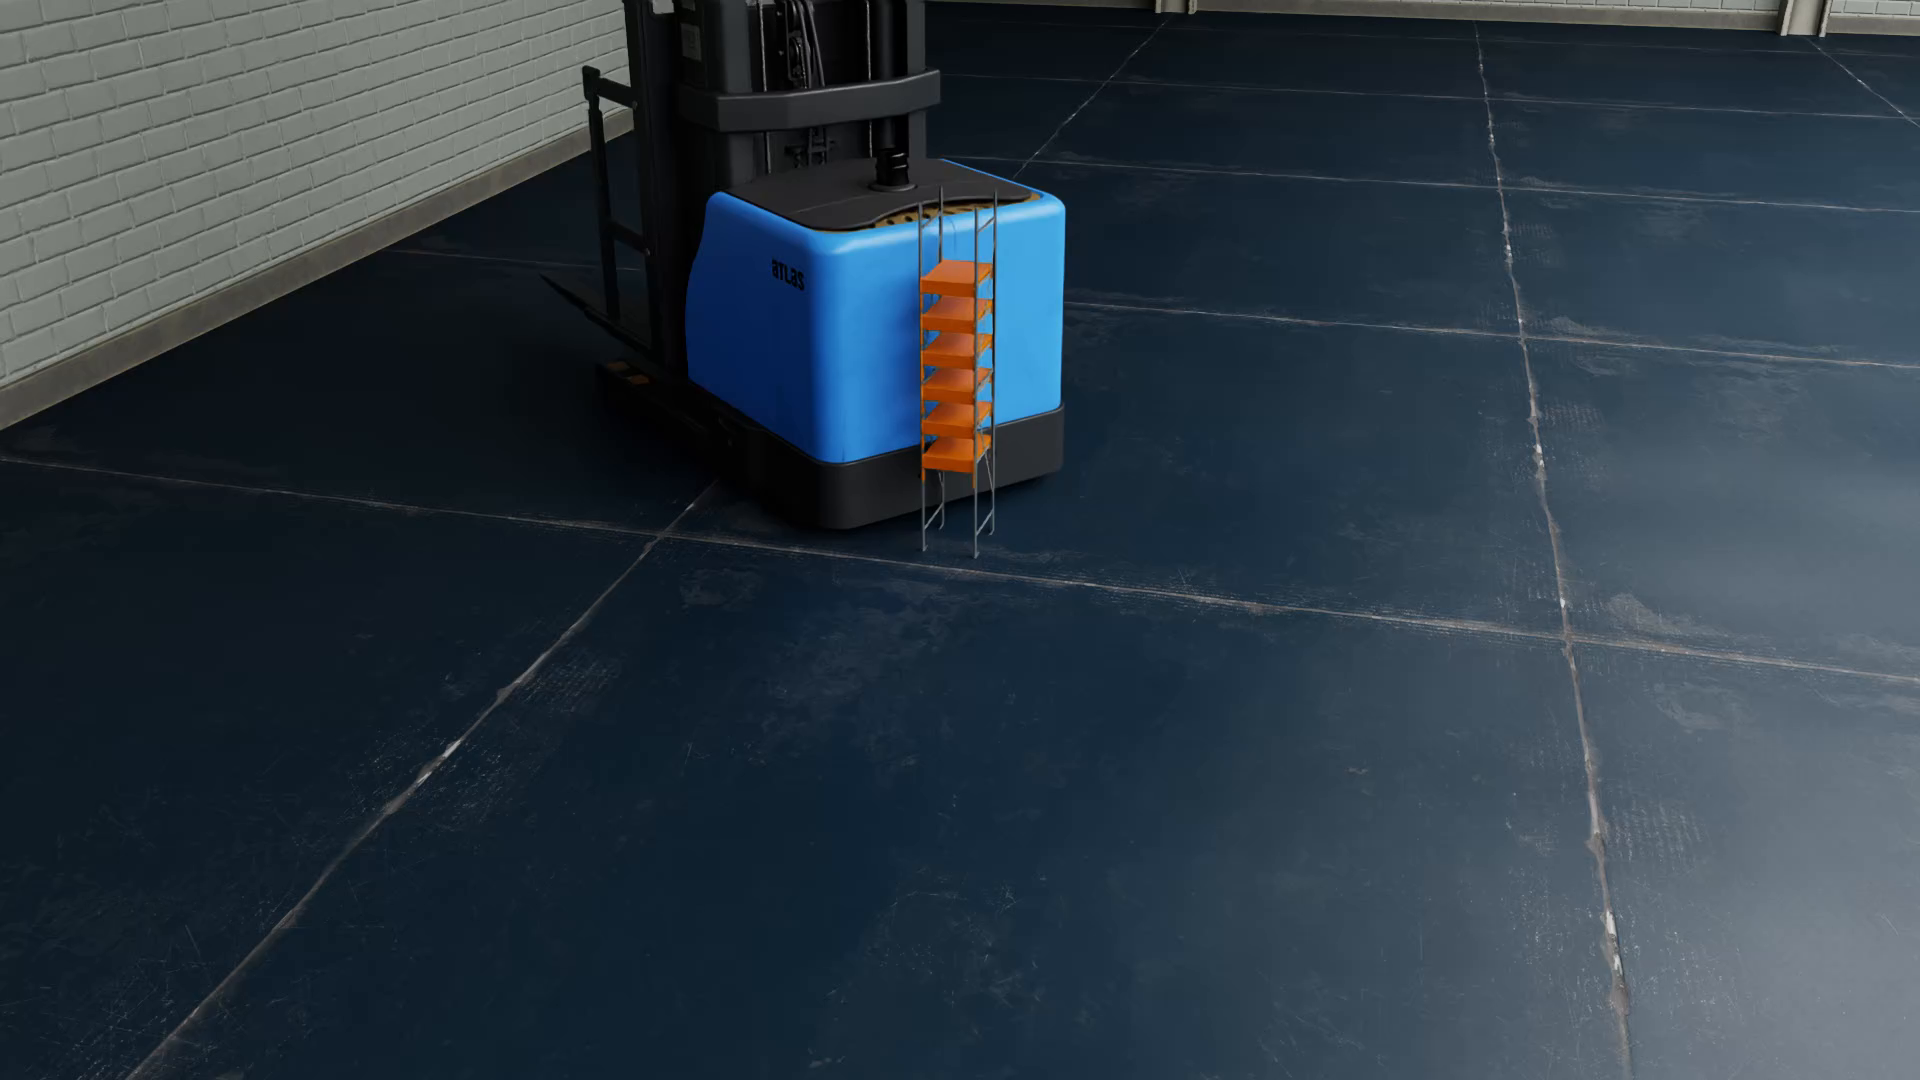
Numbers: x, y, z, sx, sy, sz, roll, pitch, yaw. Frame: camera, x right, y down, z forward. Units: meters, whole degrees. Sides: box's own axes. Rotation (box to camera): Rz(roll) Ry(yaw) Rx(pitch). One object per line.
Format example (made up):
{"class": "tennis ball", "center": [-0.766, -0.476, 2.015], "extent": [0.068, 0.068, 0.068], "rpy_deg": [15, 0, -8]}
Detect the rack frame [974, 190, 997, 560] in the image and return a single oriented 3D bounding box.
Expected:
{"class": "rack frame", "center": [0.083, -0.524, 5.455], "extent": [0.006, 1.200, 0.240], "rpy_deg": [7, 26, 15]}

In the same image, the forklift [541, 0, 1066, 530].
{"class": "forklift", "center": [-0.864, -1.939, 6.414], "extent": [1.130, 2.935, 3.031], "rpy_deg": [-16, 30, -31]}

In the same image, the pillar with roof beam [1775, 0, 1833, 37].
{"class": "pillar with roof beam", "center": [6.986, -7.133, 10.263], "extent": [0.400, 9.000, 9.100], "rpy_deg": [6, 26, 13]}

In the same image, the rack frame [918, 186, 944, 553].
{"class": "rack frame", "center": [-0.093, -0.546, 5.502], "extent": [0.006, 1.200, 0.240], "rpy_deg": [7, 26, 15]}

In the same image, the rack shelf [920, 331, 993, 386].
{"class": "rack shelf", "center": [-0.005, -0.603, 5.446], "extent": [0.180, 0.103, 0.258], "rpy_deg": [7, 26, 15]}

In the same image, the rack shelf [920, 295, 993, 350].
{"class": "rack shelf", "center": [-0.005, -0.712, 5.394], "extent": [0.180, 0.103, 0.258], "rpy_deg": [7, 26, 15]}

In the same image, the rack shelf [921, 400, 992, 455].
{"class": "rack shelf", "center": [-0.005, -0.387, 5.549], "extent": [0.180, 0.103, 0.258], "rpy_deg": [7, 26, 15]}

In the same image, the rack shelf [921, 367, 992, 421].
{"class": "rack shelf", "center": [-0.005, -0.495, 5.497], "extent": [0.180, 0.103, 0.258], "rpy_deg": [7, 26, 15]}

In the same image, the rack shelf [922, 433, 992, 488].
{"class": "rack shelf", "center": [-0.005, -0.278, 5.601], "extent": [0.180, 0.103, 0.258], "rpy_deg": [7, 26, 15]}

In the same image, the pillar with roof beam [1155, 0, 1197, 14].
{"class": "pillar with roof beam", "center": [1.175, -7.775, 11.613], "extent": [0.400, 9.000, 9.100], "rpy_deg": [6, 26, 13]}

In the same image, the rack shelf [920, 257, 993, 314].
{"class": "rack shelf", "center": [-0.005, -0.820, 5.343], "extent": [0.180, 0.103, 0.258], "rpy_deg": [7, 26, 15]}

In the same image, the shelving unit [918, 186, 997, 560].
{"class": "shelving unit", "center": [-0.005, -0.535, 5.478], "extent": [0.189, 1.200, 0.258], "rpy_deg": [7, 26, 15]}
